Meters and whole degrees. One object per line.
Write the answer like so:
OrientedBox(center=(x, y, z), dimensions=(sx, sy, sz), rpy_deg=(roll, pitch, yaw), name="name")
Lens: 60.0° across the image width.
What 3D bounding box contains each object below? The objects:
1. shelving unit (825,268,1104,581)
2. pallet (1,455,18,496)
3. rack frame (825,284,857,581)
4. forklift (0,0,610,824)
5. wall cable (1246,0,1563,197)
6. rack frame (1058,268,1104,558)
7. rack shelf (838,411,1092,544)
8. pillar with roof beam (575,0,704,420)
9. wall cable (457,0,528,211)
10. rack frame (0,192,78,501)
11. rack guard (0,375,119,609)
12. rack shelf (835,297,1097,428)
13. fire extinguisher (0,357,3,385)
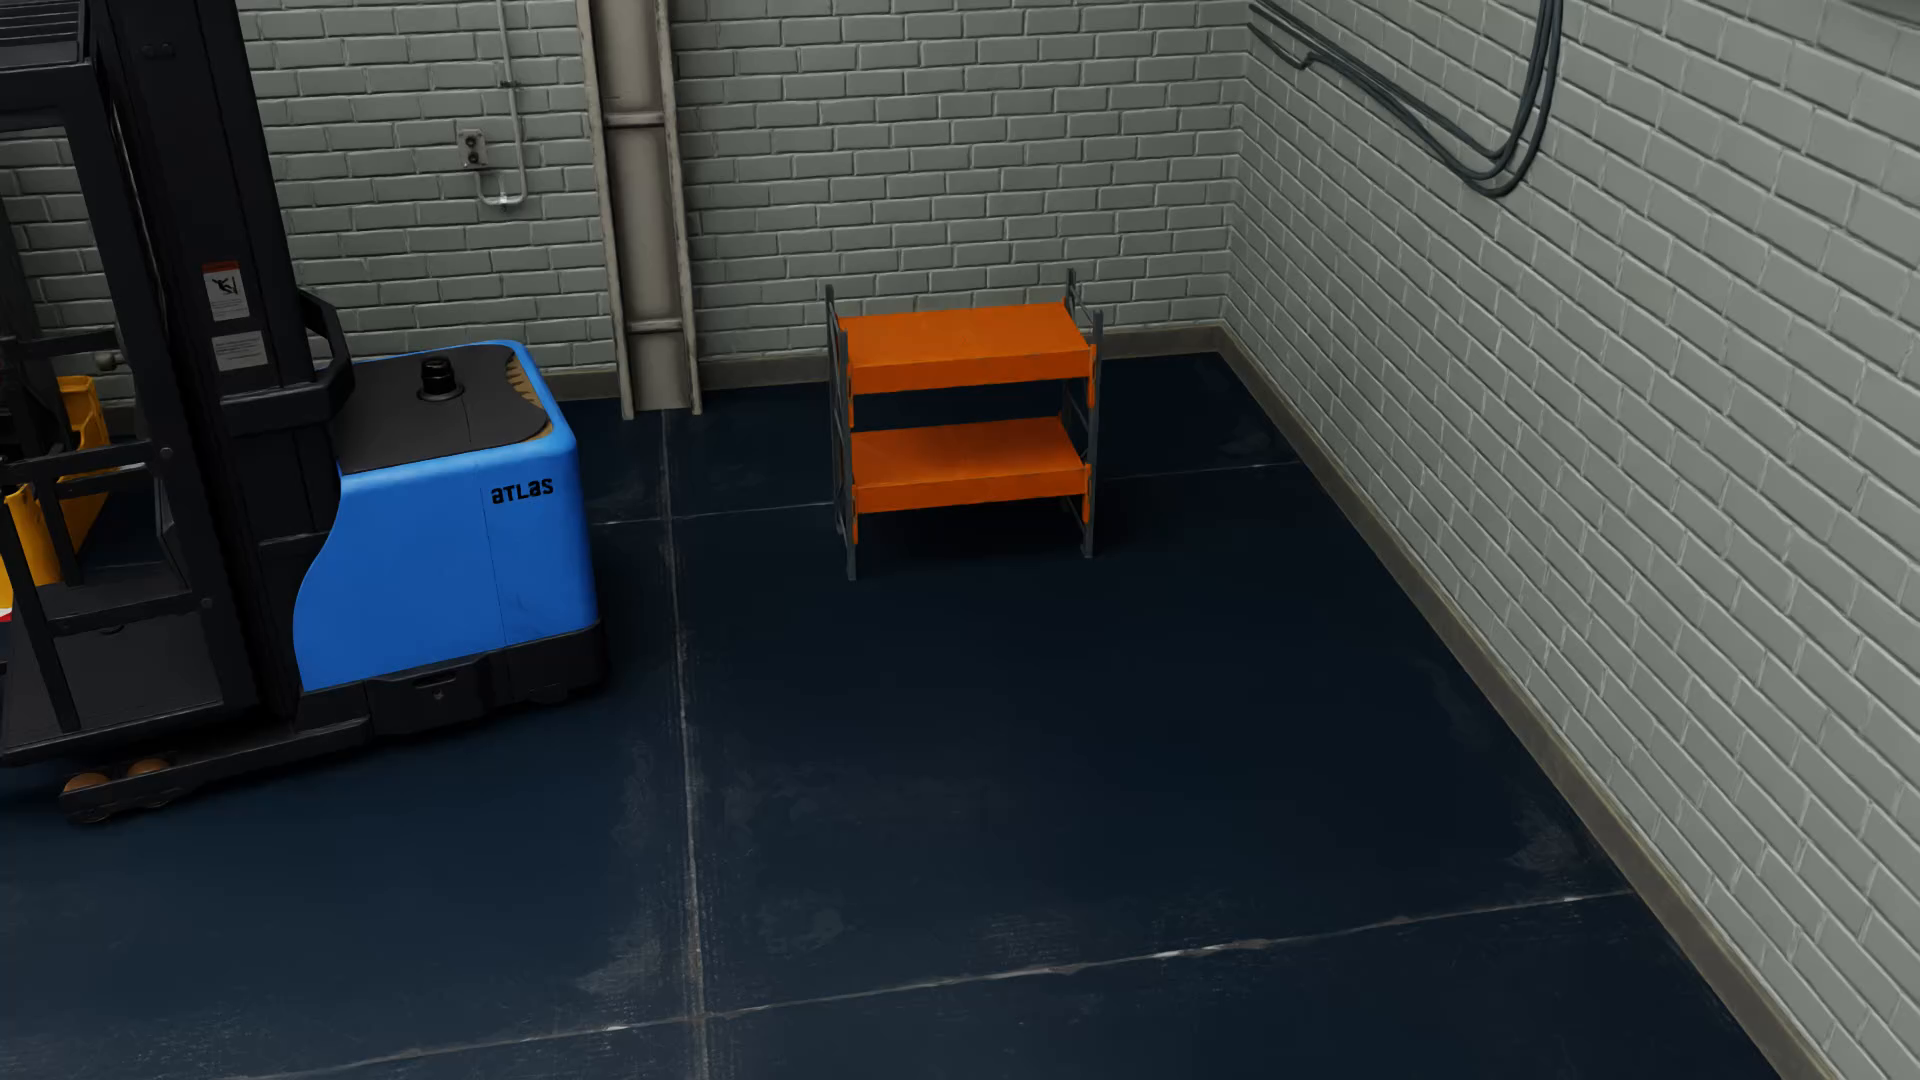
OrientedBox(center=(0.007, -0.486, 6.966), dimensions=(1.048, 1.125, 0.538), rpy_deg=(-5, 31, -9), name="shelving unit")
OrientedBox(center=(-4.780, 0.009, 7.027), dimensions=(1.213, 0.211, 1.003), rpy_deg=(-5, 31, -9), name="pallet")
OrientedBox(center=(-0.493, -0.439, 6.887), dimensions=(0.032, 1.125, 0.500), rpy_deg=(-5, 31, -9), name="rack frame")
OrientedBox(center=(-2.885, -0.612, 5.400), dimensions=(3.031, 2.935, 1.130), rpy_deg=(-13, 33, -21), name="forklift")
OrientedBox(center=(1.620, -2.891, 6.352), dimensions=(0.112, 2.526, 3.097), rpy_deg=(-5, 31, -9), name="wall cable")
OrientedBox(center=(0.507, -0.532, 7.045), dimensions=(0.032, 1.125, 0.500), rpy_deg=(-5, 31, -9), name="rack frame")
OrientedBox(center=(0.007, -0.275, 7.090), dimensions=(1.000, 0.278, 0.538), rpy_deg=(-5, 31, -9), name="rack shelf")
OrientedBox(center=(-0.732, -2.423, 2.493), dimensions=(0.400, 9.000, 9.100), rpy_deg=(-5, 31, -9), name="pillar with roof beam")
OrientedBox(center=(-2.918, -2.332, 7.254), dimensions=(1.851, 1.984, 0.084), rpy_deg=(-5, 31, -9), name="wall cable")
OrientedBox(center=(-4.008, -1.305, 6.511), dimensions=(0.127, 3.000, 1.000), rpy_deg=(-5, 31, -9), name="rack frame")
OrientedBox(center=(-3.984, -0.230, 7.148), dimensions=(0.348, 0.500, 1.175), rpy_deg=(-5, 31, -9), name="rack guard")
OrientedBox(center=(0.007, -0.738, 6.818), dimensions=(1.000, 0.278, 0.538), rpy_deg=(-5, 31, -9), name="rack shelf")
OrientedBox(center=(-3.776, -0.895, 6.257), dimensions=(0.183, 0.674, 0.296), rpy_deg=(-5, 31, -9), name="fire extinguisher")
